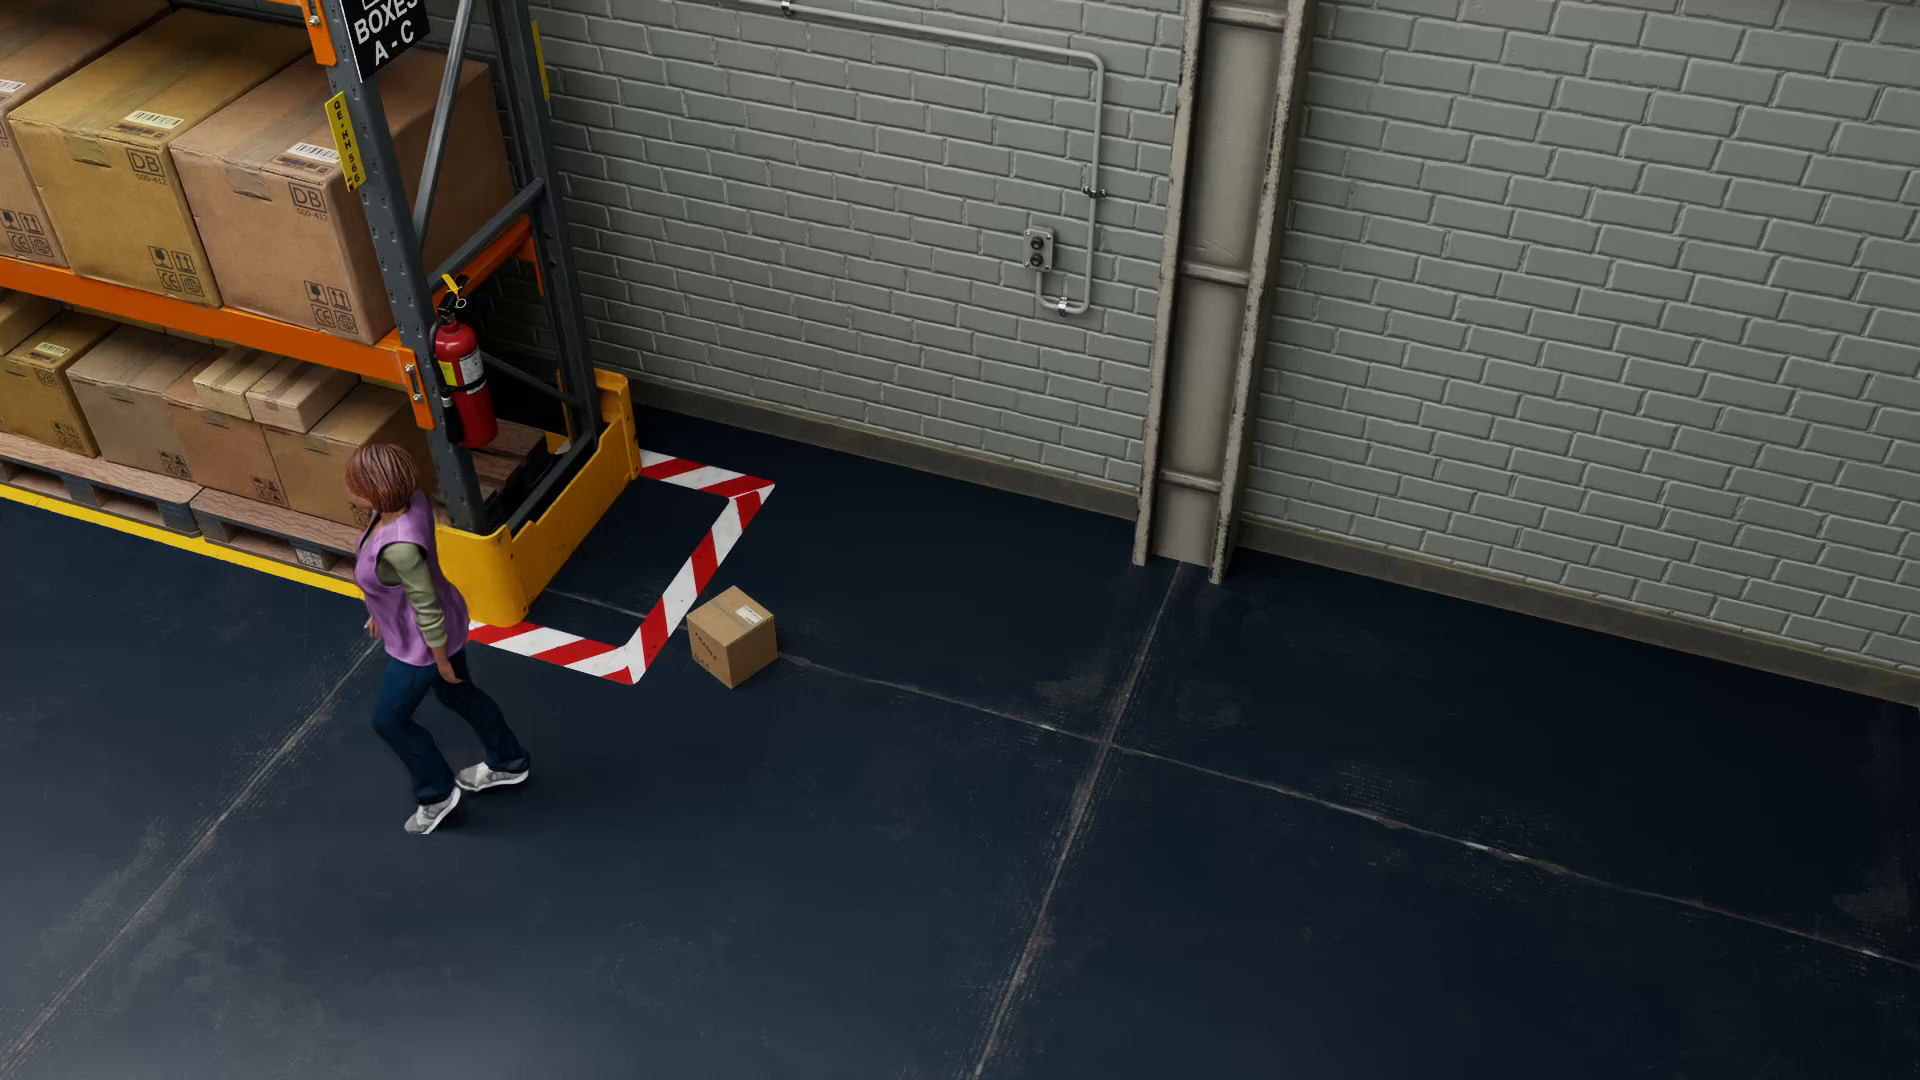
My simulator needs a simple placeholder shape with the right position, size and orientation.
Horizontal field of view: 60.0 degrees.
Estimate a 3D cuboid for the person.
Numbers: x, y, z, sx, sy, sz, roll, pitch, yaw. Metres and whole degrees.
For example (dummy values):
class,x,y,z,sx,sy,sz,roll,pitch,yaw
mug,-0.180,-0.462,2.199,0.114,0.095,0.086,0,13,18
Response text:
class,x,y,z,sx,sy,sz,roll,pitch,yaw
person,-1.856,0.347,5.799,0.488,1.638,0.419,-8,43,-8
